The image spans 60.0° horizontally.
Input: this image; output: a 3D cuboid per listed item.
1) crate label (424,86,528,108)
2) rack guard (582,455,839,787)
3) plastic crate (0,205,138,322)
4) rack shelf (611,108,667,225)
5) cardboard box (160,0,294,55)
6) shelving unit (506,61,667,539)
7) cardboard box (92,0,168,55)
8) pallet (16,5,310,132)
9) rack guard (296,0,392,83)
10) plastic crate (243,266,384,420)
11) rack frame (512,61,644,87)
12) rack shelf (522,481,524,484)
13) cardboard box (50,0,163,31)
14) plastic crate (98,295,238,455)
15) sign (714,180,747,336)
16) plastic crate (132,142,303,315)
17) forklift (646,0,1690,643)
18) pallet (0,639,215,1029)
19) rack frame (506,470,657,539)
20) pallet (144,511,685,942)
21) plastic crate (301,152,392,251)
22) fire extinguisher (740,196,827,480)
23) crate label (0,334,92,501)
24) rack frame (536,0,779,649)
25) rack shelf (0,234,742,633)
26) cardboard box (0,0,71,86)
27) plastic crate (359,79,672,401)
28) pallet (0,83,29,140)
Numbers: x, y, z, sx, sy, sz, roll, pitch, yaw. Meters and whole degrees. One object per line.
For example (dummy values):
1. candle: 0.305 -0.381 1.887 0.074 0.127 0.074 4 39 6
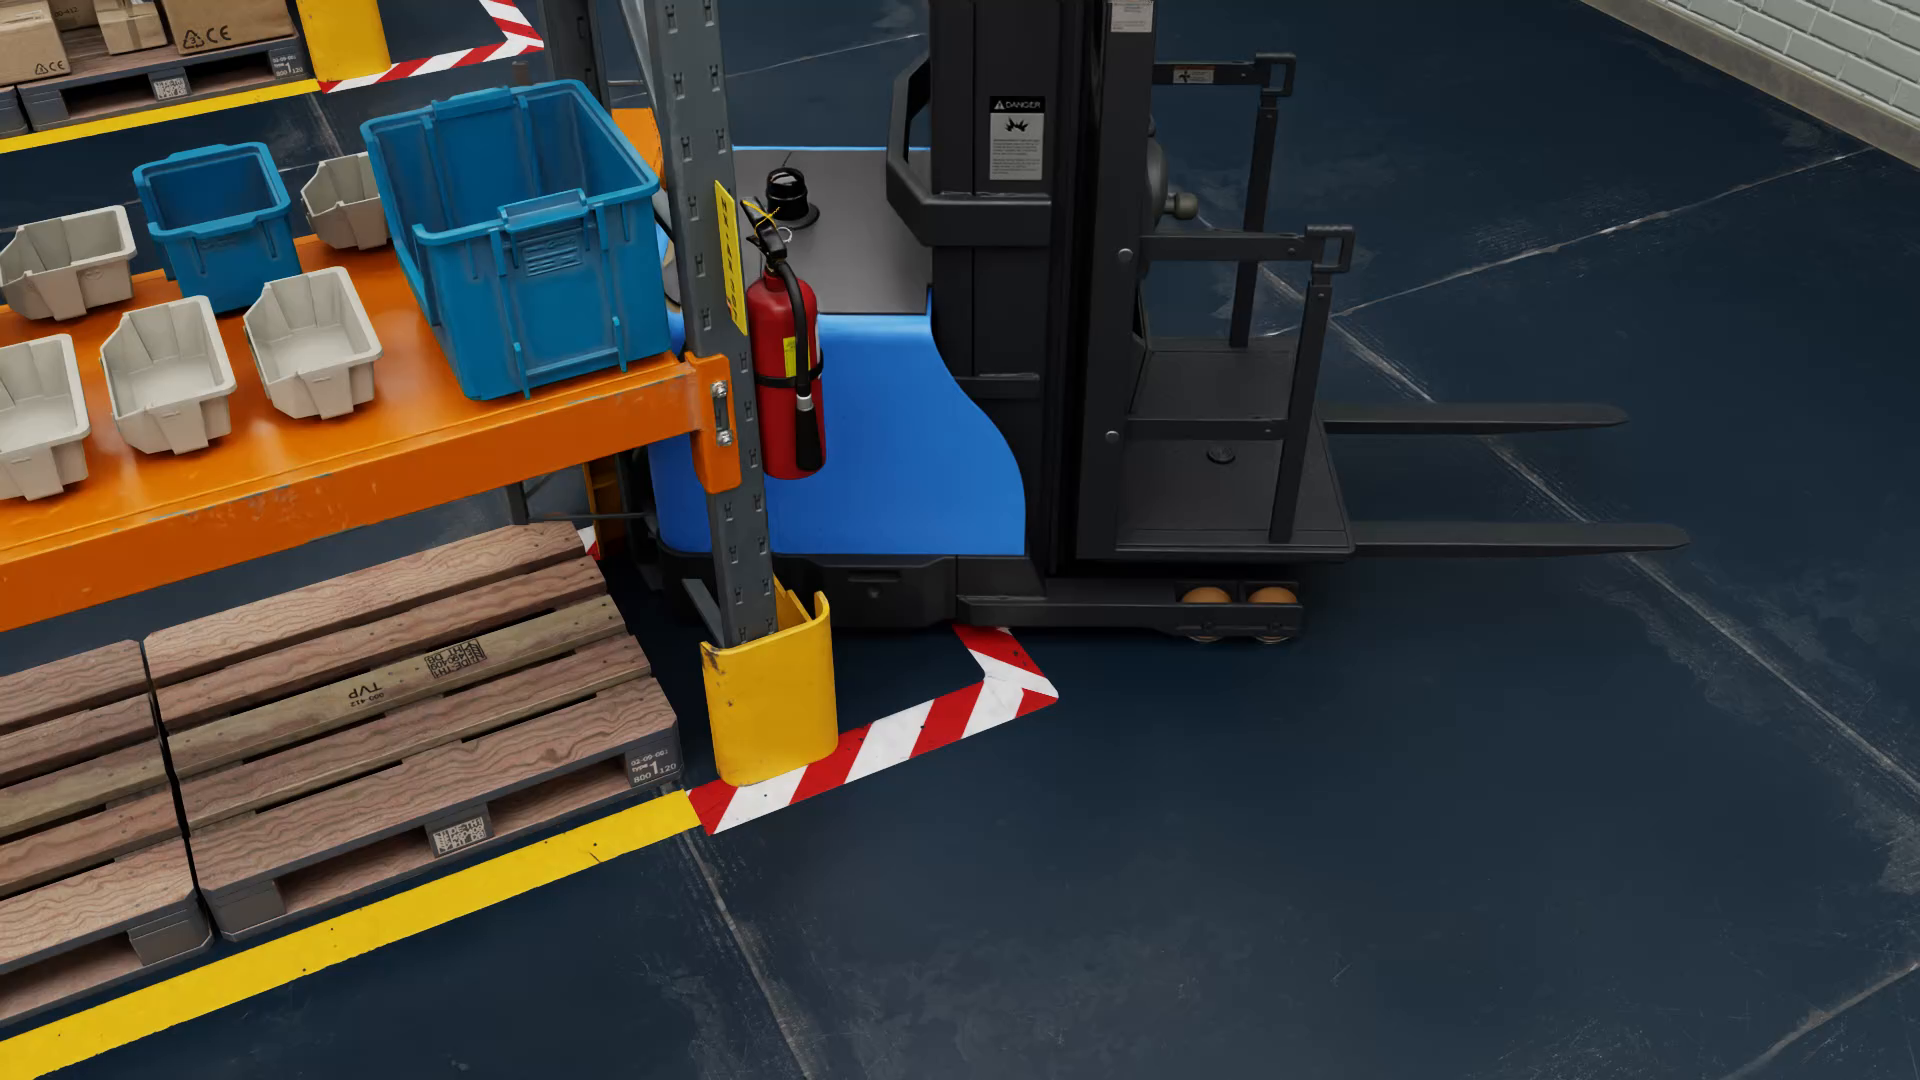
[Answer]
1. crate label: -1.121 -0.912 4.089 0.303 0.233 0.416 -19 44 -21
2. rack guard: -0.735 0.102 4.743 0.348 0.500 1.175 -19 44 -21
3. plastic crate: -2.045 -0.624 3.824 0.298 0.136 0.250 -19 44 -21
4. rack shelf: -1.126 -0.996 4.963 0.538 0.278 1.000 -2 35 -1
5. cardboard box: -3.403 -2.588 7.580 0.500 0.500 0.500 -19 44 -21
6. shelving unit: -1.120 -0.757 5.131 0.538 1.125 1.048 -2 35 -1
7. cardboard box: -3.804 -2.391 7.606 0.250 0.166 0.380 -19 44 -21
8. pallet: -3.809 -2.352 7.865 1.213 0.211 1.003 -19 44 -21
9. rack guard: -3.102 -2.701 8.054 0.348 0.500 1.175 -19 44 -21
10. plastic crate: -1.390 -0.413 3.574 0.243 0.136 0.396 -19 44 -21
11. rack frame: -1.141 -1.048 5.547 0.500 1.125 0.032 -2 35 -1
12. rack shelf: -1.114 -0.557 5.272 0.538 0.278 1.000 -2 35 -1
13. cardboard box: -4.091 -2.647 7.843 0.500 0.250 0.500 -19 44 -21
14. plastic crate: -1.653 -0.335 3.482 0.243 0.136 0.396 -19 44 -21
15. sign: -0.481 -0.590 3.499 0.005 0.325 0.100 -19 44 -21
16. plastic crate: -1.705 -0.715 3.857 0.300 0.233 0.416 -19 44 -21
17. forklift: 0.641 -1.165 4.358 3.031 2.935 1.130 0 40 0
18. pallet: -2.580 0.812 4.128 1.213 0.211 1.003 -19 44 -21
19. rack frame: -1.098 -0.465 4.716 0.500 1.125 0.032 -2 35 -1
20. pallet: -1.499 0.450 4.555 1.213 0.211 1.003 -19 44 -21
21. plastic crate: -1.444 -0.827 4.063 0.298 0.136 0.250 -19 44 -21
22. fire extinguisher: -0.406 -0.451 3.809 0.183 0.674 0.296 -19 44 -21
23. crate label: -1.889 -0.238 3.367 0.243 0.136 0.396 -19 44 -21
24. rack frame: -0.750 -0.838 3.918 0.127 3.000 1.000 -19 44 -21
25. rack shelf: -2.524 0.034 3.445 4.000 0.370 1.077 -19 44 -21
26. cardboard box: -4.260 -2.226 7.346 0.500 0.250 0.500 -19 44 -21
27. plastic crate: -0.961 -0.667 3.643 0.499 0.435 0.616 -19 44 -21
28. pallet: -4.889 -1.990 7.438 1.213 0.211 1.003 -19 44 -21
